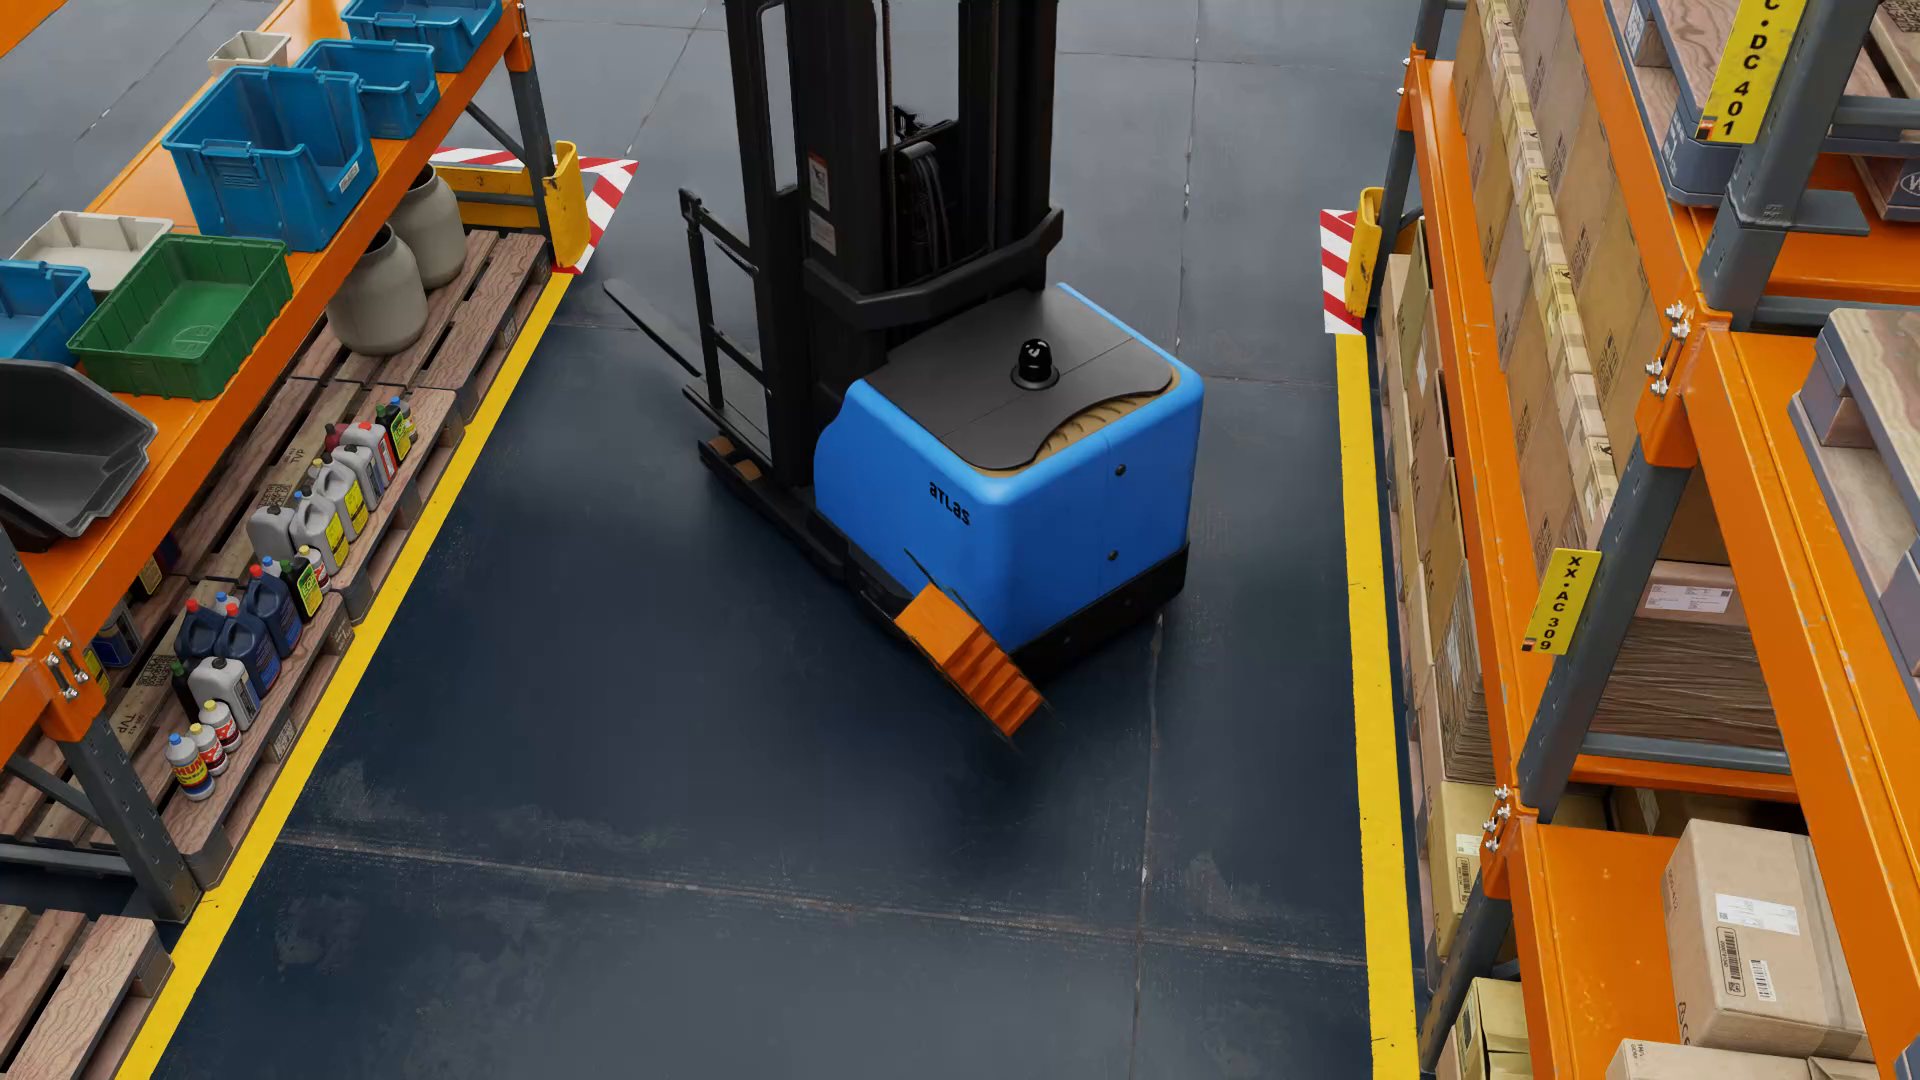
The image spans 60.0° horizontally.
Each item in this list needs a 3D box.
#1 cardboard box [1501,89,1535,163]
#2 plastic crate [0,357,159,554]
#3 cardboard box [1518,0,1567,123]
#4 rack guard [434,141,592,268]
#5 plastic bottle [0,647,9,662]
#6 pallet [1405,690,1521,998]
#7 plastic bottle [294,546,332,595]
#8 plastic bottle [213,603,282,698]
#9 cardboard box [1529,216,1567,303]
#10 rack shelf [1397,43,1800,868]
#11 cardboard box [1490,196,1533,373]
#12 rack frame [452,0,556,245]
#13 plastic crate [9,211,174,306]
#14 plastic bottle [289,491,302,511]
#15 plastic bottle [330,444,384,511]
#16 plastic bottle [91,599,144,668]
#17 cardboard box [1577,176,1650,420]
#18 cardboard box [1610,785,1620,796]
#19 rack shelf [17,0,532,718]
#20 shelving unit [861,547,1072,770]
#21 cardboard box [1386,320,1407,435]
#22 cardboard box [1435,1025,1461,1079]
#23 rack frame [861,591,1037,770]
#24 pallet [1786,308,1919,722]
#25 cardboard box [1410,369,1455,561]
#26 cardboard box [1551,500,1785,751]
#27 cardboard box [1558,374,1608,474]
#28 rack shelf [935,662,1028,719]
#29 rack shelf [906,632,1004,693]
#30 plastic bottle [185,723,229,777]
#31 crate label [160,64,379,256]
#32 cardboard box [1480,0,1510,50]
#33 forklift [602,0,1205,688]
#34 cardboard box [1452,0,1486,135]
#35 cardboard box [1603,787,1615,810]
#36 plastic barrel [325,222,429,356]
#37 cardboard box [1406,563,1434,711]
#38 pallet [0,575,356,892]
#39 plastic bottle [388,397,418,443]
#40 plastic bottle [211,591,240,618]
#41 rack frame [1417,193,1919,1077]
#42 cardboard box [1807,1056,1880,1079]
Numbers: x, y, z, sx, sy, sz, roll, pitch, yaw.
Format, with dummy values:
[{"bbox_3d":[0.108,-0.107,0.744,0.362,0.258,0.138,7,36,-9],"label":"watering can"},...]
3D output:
[{"bbox_3d":[1.993,-1.339,5.438,0.380,0.149,0.250,5,44,5],"label":"cardboard box"},{"bbox_3d":[-2.817,-0.242,4.869,0.767,0.338,0.504,5,44,6],"label":"plastic crate"},{"bbox_3d":[2.215,-1.644,5.289,0.700,0.500,0.500,5,44,6],"label":"cardboard box"},{"bbox_3d":[-2.447,-1.682,8.162,1.175,0.500,0.348,5,44,6],"label":"rack guard"},{"bbox_3d":[-3.212,0.418,5.734,0.144,0.351,0.185,4,44,4],"label":"plastic bottle"},{"bbox_3d":[2.044,1.008,5.532,1.003,0.211,1.213,5,44,6],"label":"pallet"},{"bbox_3d":[-2.408,0.105,6.172,0.097,0.201,0.097,0,43,0],"label":"plastic bottle"},{"bbox_3d":[-2.494,0.370,5.784,0.144,0.351,0.185,6,44,7],"label":"plastic bottle"},{"bbox_3d":[1.890,-0.808,4.878,0.380,0.149,0.250,6,44,7],"label":"cardboard box"},{"bbox_3d":[2.162,-0.568,5.692,1.077,0.370,4.000,5,44,6],"label":"rack shelf"},{"bbox_3d":[2.150,-0.857,5.400,0.700,0.500,0.500,6,44,7],"label":"cardboard box"},{"bbox_3d":[-2.483,-2.645,7.362,1.000,3.000,0.127,5,44,6],"label":"rack frame"},{"bbox_3d":[-3.048,-0.953,5.767,0.530,0.136,0.437,5,44,6],"label":"plastic crate"},{"bbox_3d":[-2.514,-0.102,6.391,0.097,0.201,0.097,0,43,0],"label":"plastic bottle"},{"bbox_3d":[-2.370,-0.261,6.505,0.152,0.276,0.135,4,44,4],"label":"plastic bottle"},{"bbox_3d":[-3.037,0.310,5.901,0.152,0.276,0.135,5,44,6],"label":"plastic bottle"},{"bbox_3d":[2.015,-0.621,4.208,0.700,0.500,0.500,5,44,5],"label":"cardboard box"},{"bbox_3d":[2.327,0.478,5.212,0.500,0.500,0.500,5,44,6],"label":"cardboard box"},{"bbox_3d":[-2.748,-1.021,6.170,1.077,0.370,4.000,5,44,6],"label":"rack shelf"},{"bbox_3d":[0.050,0.418,5.465,0.189,1.200,0.258,-47,56,-6],"label":"shelving unit"},{"bbox_3d":[2.072,-0.660,6.960,0.500,0.250,0.500,5,44,6],"label":"cardboard box"},{"bbox_3d":[1.599,1.632,4.539,0.500,0.250,0.500,4,44,5],"label":"cardboard box"},{"bbox_3d":[-0.013,0.484,5.456,0.006,1.200,0.240,-47,56,-6],"label":"rack frame"},{"bbox_3d":[1.794,0.116,2.403,0.805,0.209,1.217,4,44,4],"label":"pallet"},{"bbox_3d":[1.934,-0.252,5.983,0.500,0.500,0.500,5,44,6],"label":"cardboard box"},{"bbox_3d":[1.950,0.194,4.290,0.700,0.500,0.500,4,44,4],"label":"cardboard box"},{"bbox_3d":[1.788,-0.290,4.330,0.380,0.149,0.250,4,44,4],"label":"cardboard box"},{"bbox_3d":[0.065,0.437,5.502,0.180,0.103,0.258,-47,56,-6],"label":"rack shelf"},{"bbox_3d":[-0.018,0.331,5.304,0.180,0.103,0.258,-47,56,-6],"label":"rack shelf"},{"bbox_3d":[-2.522,0.691,5.554,0.097,0.201,0.097,0,43,0],"label":"plastic bottle"},{"bbox_3d":[-2.458,-1.379,5.999,0.502,0.435,0.616,5,44,6],"label":"crate label"},{"bbox_3d":[2.094,-1.866,5.995,0.380,0.149,0.250,5,44,6],"label":"cardboard box"},{"bbox_3d":[-0.444,-1.426,6.124,1.130,2.935,3.031,-29,51,-27],"label":"forklift"},{"bbox_3d":[2.352,-1.912,6.515,0.700,0.500,0.500,5,44,6],"label":"cardboard box"},{"bbox_3d":[2.330,0.751,5.470,0.500,0.250,0.500,5,44,6],"label":"cardboard box"},{"bbox_3d":[-2.561,-1.097,7.231,0.421,0.512,0.421,0,43,0],"label":"plastic barrel"},{"bbox_3d":[1.870,0.362,5.881,0.500,0.250,0.500,5,44,6],"label":"cardboard box"},{"bbox_3d":[-2.882,0.639,5.921,1.003,0.211,1.213,5,44,6],"label":"pallet"},{"bbox_3d":[-2.291,-0.497,6.809,0.097,0.201,0.097,0,43,0],"label":"plastic bottle"},{"bbox_3d":[-2.594,0.290,5.927,0.097,0.271,0.097,0,43,0],"label":"plastic bottle"},{"bbox_3d":[1.897,0.534,4.005,1.000,3.000,0.127,5,44,6],"label":"rack frame"},{"bbox_3d":[1.963,1.198,3.401,0.396,0.266,0.258,4,44,4],"label":"cardboard box"}]
